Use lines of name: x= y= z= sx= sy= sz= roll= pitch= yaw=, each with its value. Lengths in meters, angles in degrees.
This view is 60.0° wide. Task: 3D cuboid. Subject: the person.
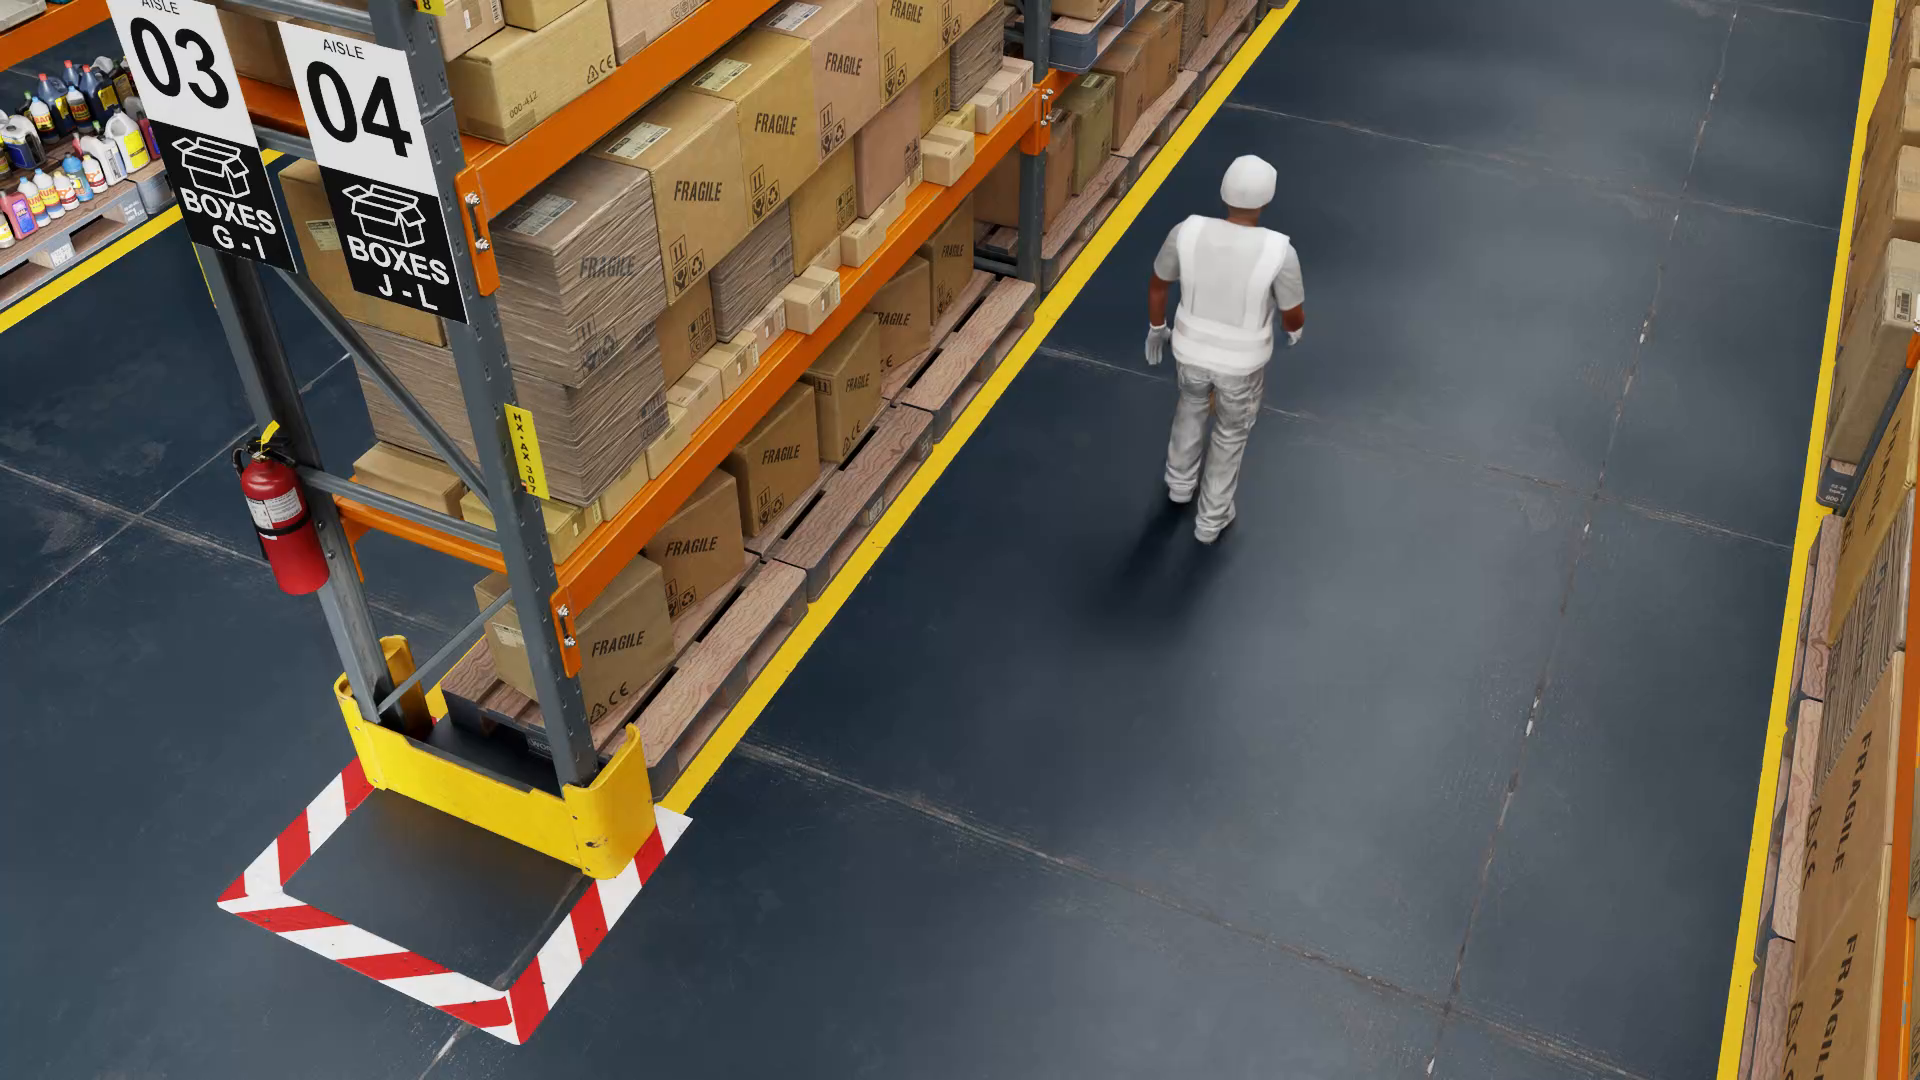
person: x=1.129 y=-0.834 z=7.094 sx=0.655 sy=1.768 sz=0.538 roll=19 pitch=45 yaw=20
